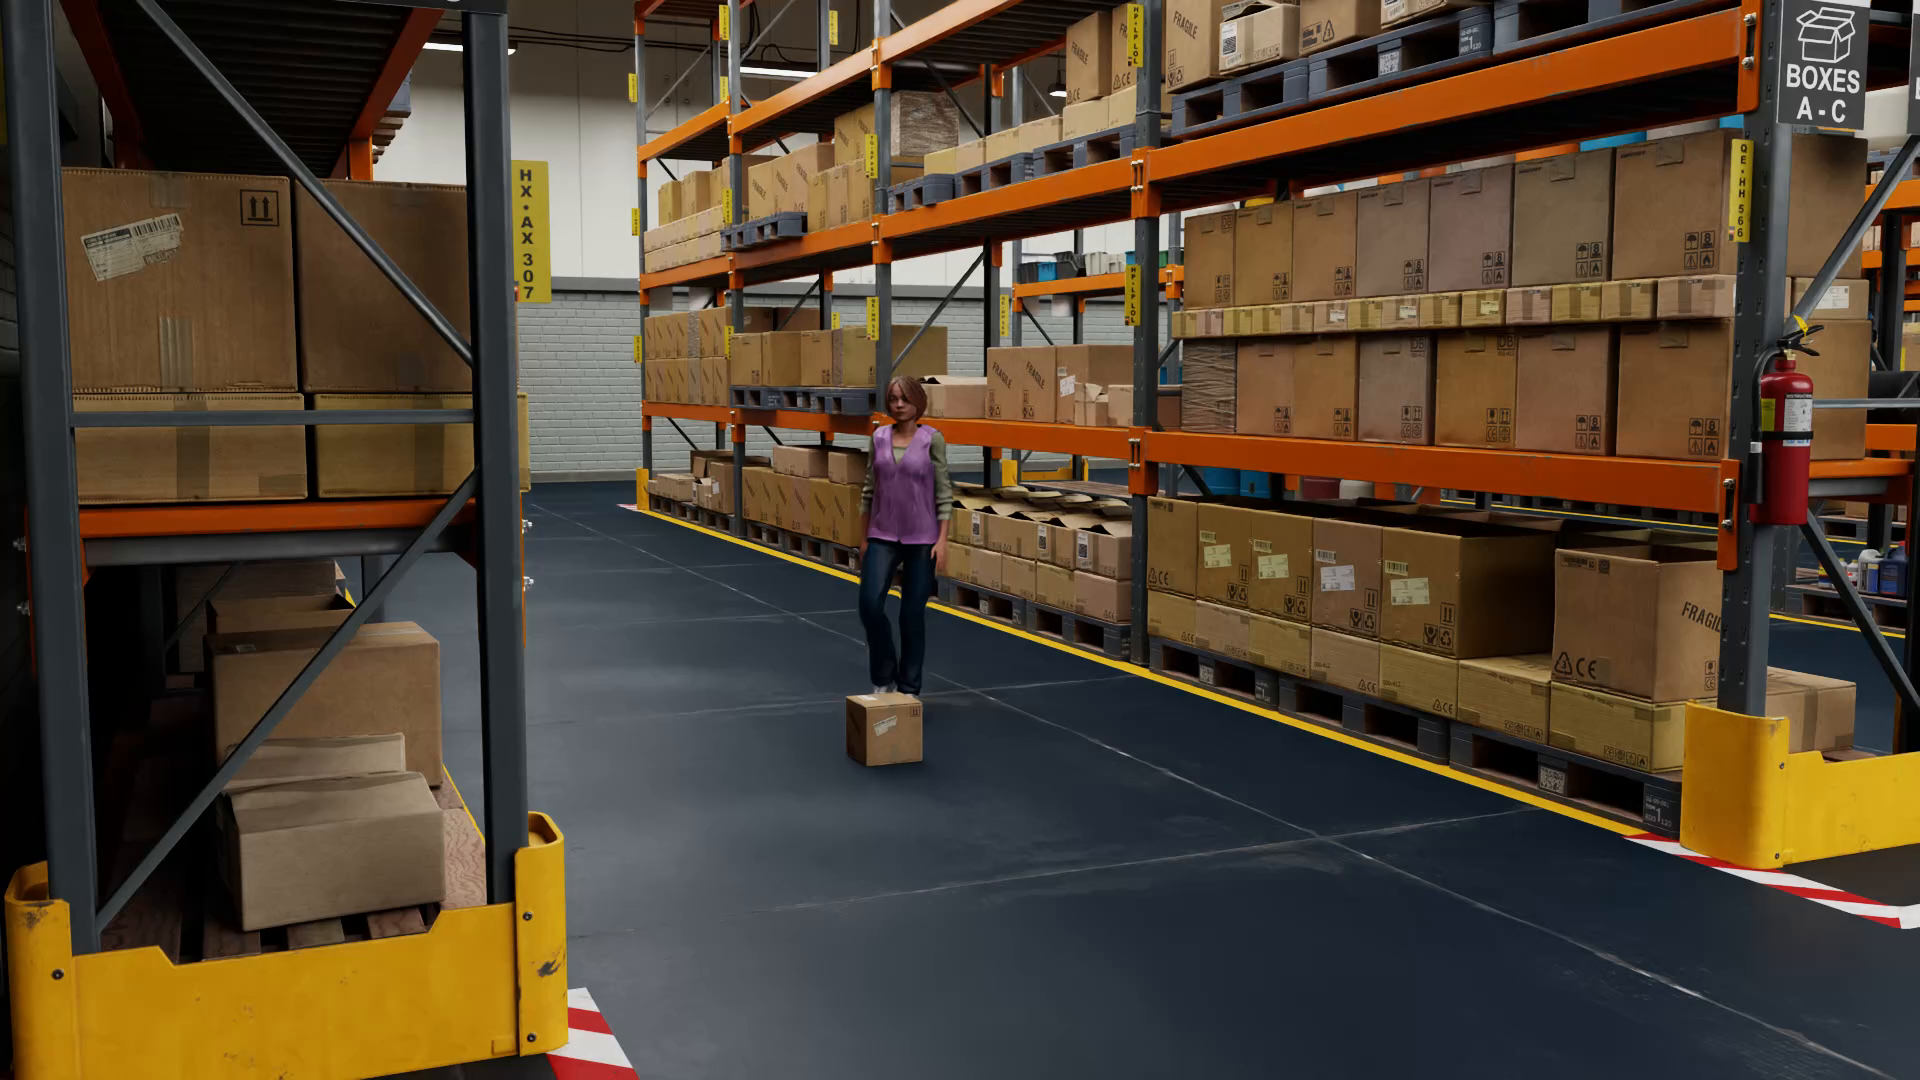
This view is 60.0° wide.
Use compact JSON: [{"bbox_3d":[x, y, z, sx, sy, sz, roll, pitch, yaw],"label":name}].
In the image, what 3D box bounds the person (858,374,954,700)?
[{"bbox_3d":[-0.264,0.042,7.688,0.466,1.610,0.412,1,6,8],"label":"person"}]
